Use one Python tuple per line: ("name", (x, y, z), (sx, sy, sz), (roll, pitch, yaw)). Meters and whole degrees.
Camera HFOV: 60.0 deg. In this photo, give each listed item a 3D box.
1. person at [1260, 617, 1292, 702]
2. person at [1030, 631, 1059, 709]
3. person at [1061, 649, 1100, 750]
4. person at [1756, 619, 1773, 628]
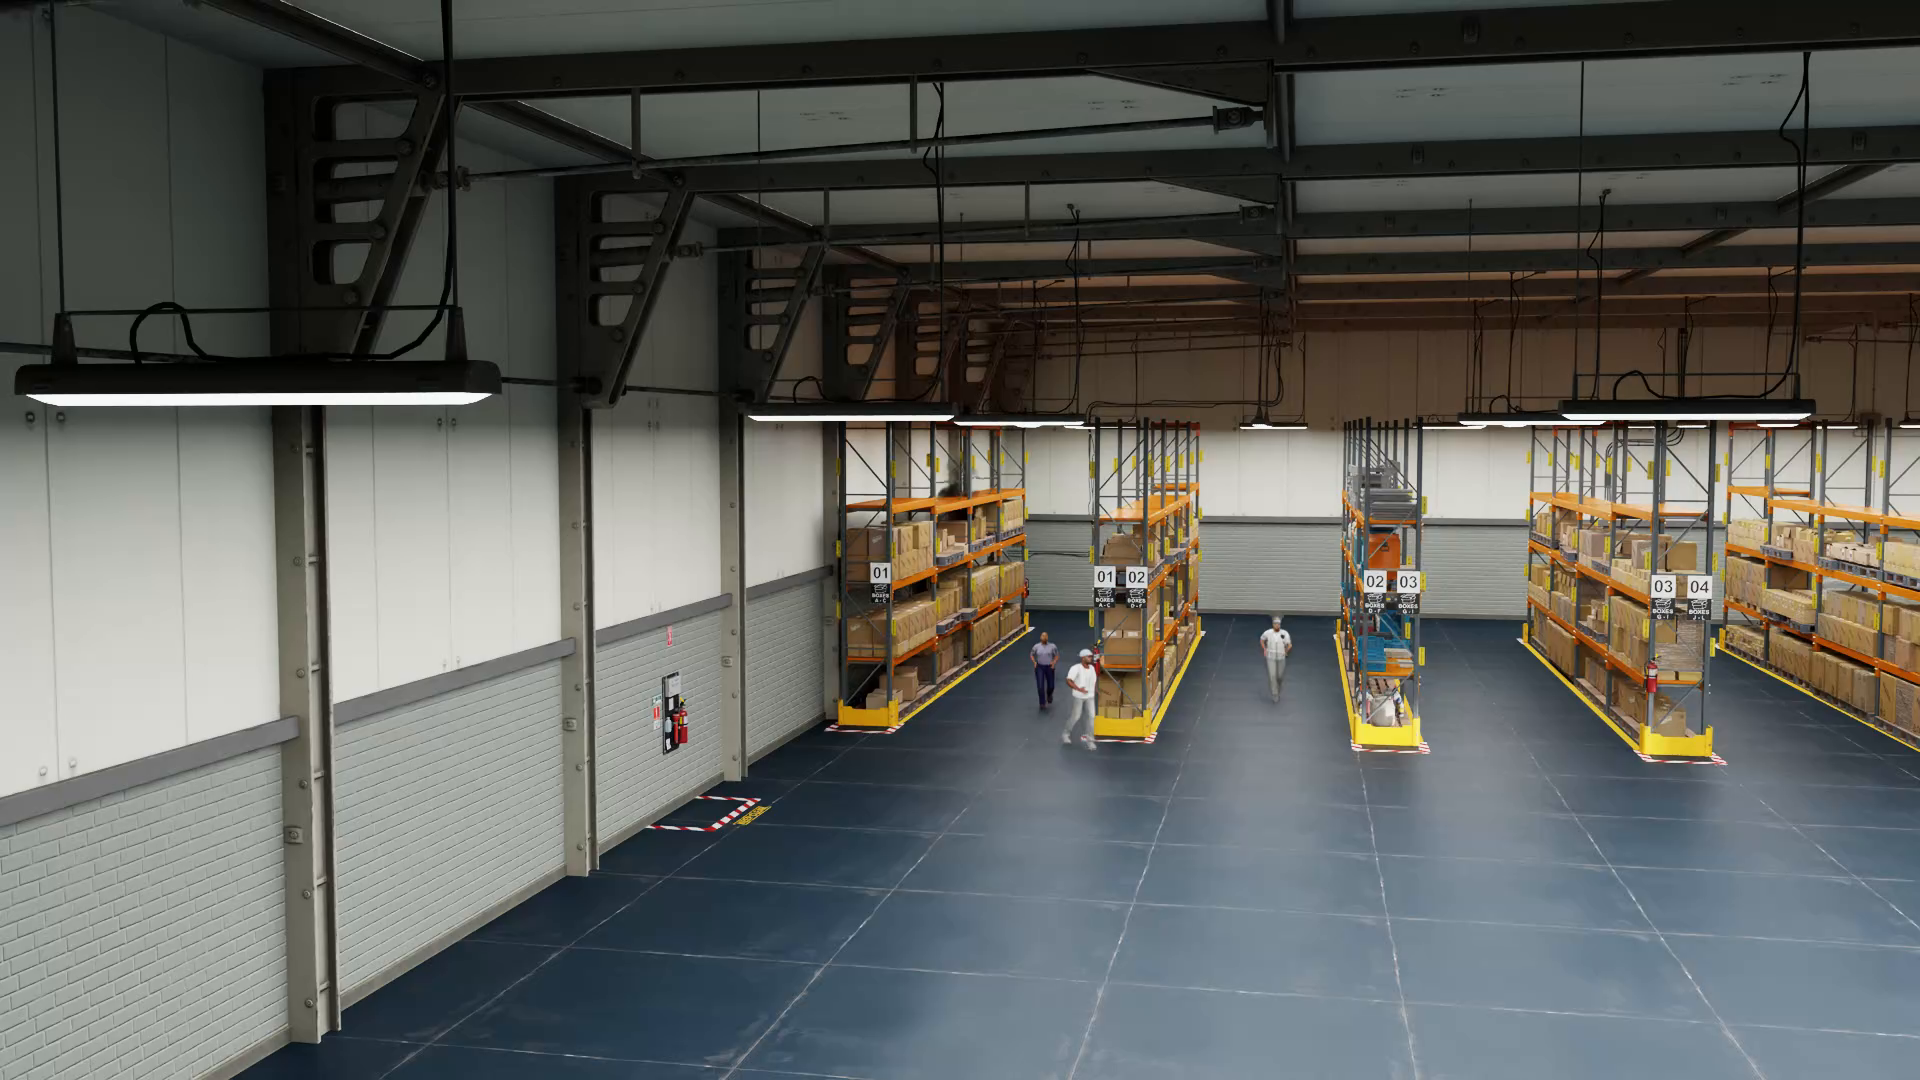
("person", (6.794, 2.535, 35.743), (0.663, 1.785, 0.879), (0, 4, 6))
("person", (1.747, 2.689, 34.455), (0.605, 1.594, 0.539), (0, 4, 2))
("person", (2.296, 2.872, 30.236), (0.753, 1.756, 0.865), (-2, 4, -29))
("person", (21.898, 1.922, 45.076), (0.577, 1.740, 0.650), (0, 4, 5))
